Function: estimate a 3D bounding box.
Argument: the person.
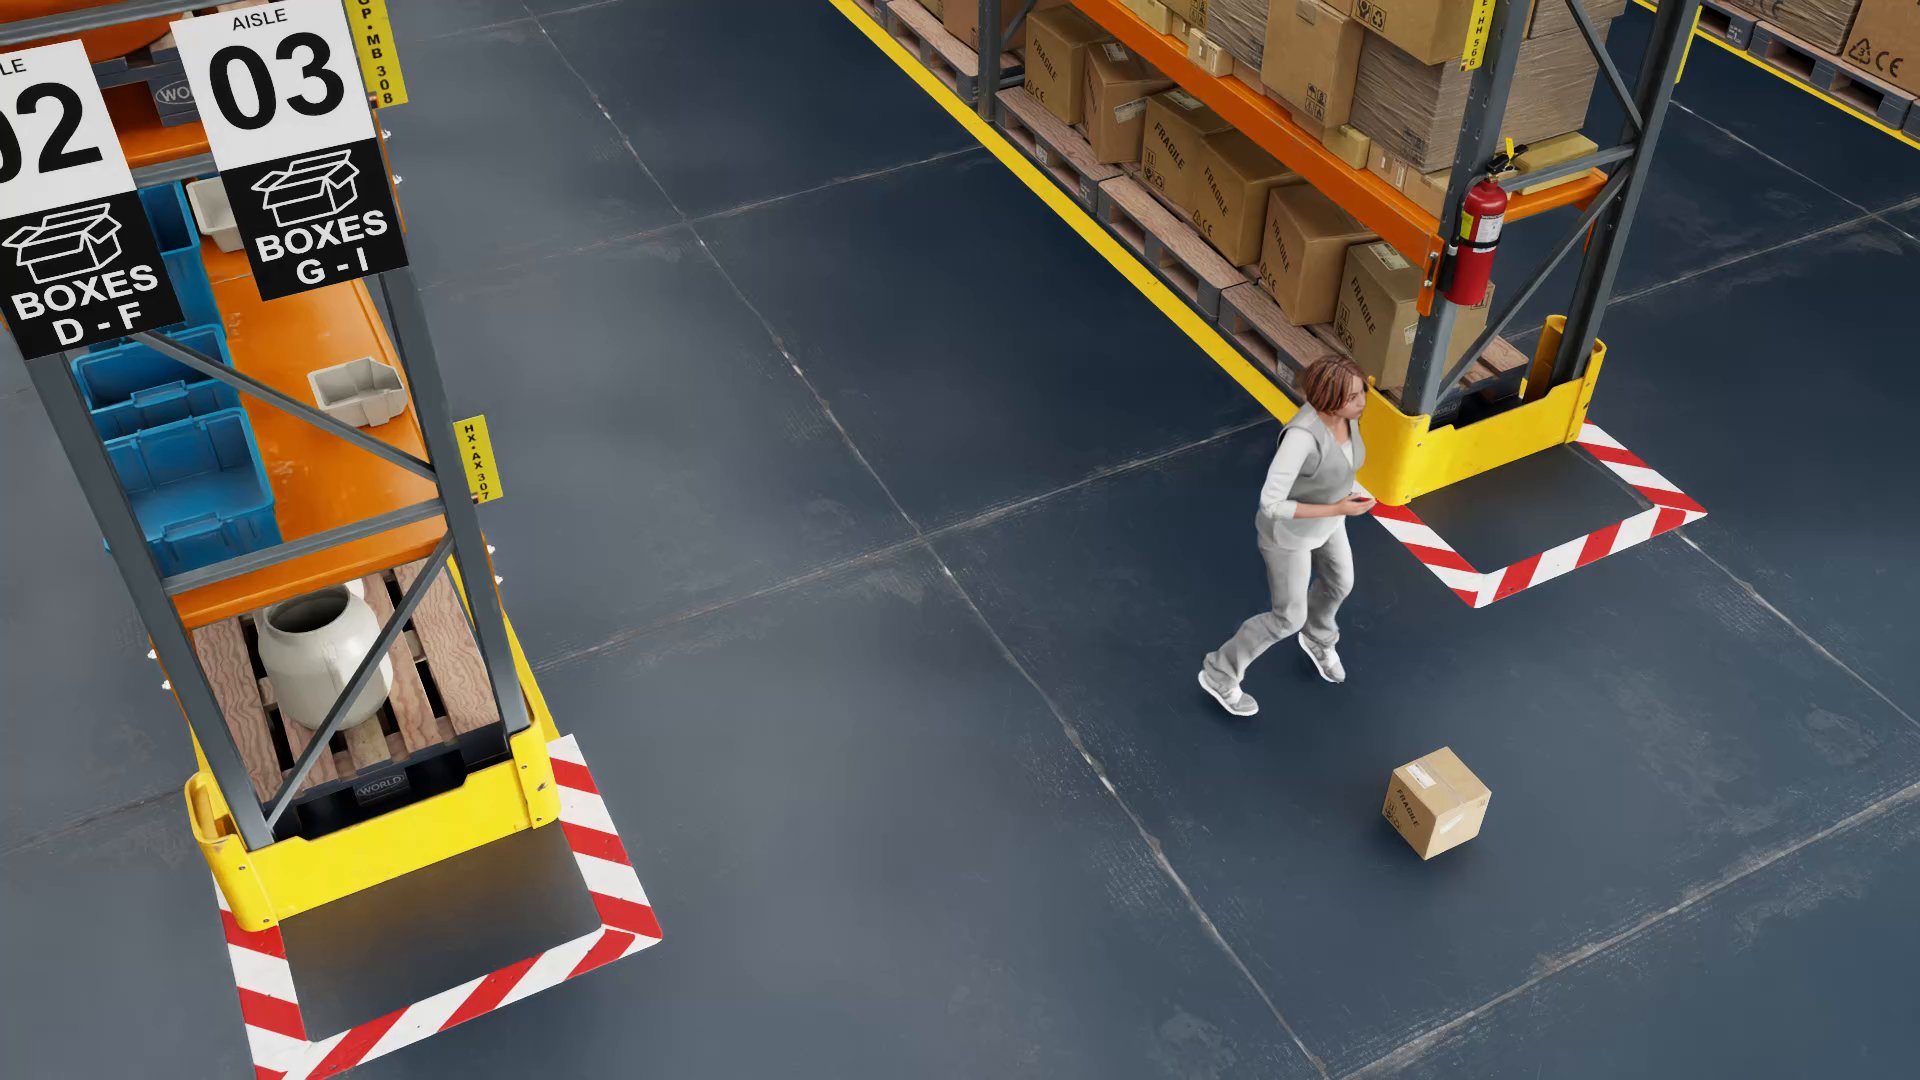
[{"bbox_3d":[1.392,0.027,6.177,0.437,1.602,0.631,24,47,24],"label":"person"}]
